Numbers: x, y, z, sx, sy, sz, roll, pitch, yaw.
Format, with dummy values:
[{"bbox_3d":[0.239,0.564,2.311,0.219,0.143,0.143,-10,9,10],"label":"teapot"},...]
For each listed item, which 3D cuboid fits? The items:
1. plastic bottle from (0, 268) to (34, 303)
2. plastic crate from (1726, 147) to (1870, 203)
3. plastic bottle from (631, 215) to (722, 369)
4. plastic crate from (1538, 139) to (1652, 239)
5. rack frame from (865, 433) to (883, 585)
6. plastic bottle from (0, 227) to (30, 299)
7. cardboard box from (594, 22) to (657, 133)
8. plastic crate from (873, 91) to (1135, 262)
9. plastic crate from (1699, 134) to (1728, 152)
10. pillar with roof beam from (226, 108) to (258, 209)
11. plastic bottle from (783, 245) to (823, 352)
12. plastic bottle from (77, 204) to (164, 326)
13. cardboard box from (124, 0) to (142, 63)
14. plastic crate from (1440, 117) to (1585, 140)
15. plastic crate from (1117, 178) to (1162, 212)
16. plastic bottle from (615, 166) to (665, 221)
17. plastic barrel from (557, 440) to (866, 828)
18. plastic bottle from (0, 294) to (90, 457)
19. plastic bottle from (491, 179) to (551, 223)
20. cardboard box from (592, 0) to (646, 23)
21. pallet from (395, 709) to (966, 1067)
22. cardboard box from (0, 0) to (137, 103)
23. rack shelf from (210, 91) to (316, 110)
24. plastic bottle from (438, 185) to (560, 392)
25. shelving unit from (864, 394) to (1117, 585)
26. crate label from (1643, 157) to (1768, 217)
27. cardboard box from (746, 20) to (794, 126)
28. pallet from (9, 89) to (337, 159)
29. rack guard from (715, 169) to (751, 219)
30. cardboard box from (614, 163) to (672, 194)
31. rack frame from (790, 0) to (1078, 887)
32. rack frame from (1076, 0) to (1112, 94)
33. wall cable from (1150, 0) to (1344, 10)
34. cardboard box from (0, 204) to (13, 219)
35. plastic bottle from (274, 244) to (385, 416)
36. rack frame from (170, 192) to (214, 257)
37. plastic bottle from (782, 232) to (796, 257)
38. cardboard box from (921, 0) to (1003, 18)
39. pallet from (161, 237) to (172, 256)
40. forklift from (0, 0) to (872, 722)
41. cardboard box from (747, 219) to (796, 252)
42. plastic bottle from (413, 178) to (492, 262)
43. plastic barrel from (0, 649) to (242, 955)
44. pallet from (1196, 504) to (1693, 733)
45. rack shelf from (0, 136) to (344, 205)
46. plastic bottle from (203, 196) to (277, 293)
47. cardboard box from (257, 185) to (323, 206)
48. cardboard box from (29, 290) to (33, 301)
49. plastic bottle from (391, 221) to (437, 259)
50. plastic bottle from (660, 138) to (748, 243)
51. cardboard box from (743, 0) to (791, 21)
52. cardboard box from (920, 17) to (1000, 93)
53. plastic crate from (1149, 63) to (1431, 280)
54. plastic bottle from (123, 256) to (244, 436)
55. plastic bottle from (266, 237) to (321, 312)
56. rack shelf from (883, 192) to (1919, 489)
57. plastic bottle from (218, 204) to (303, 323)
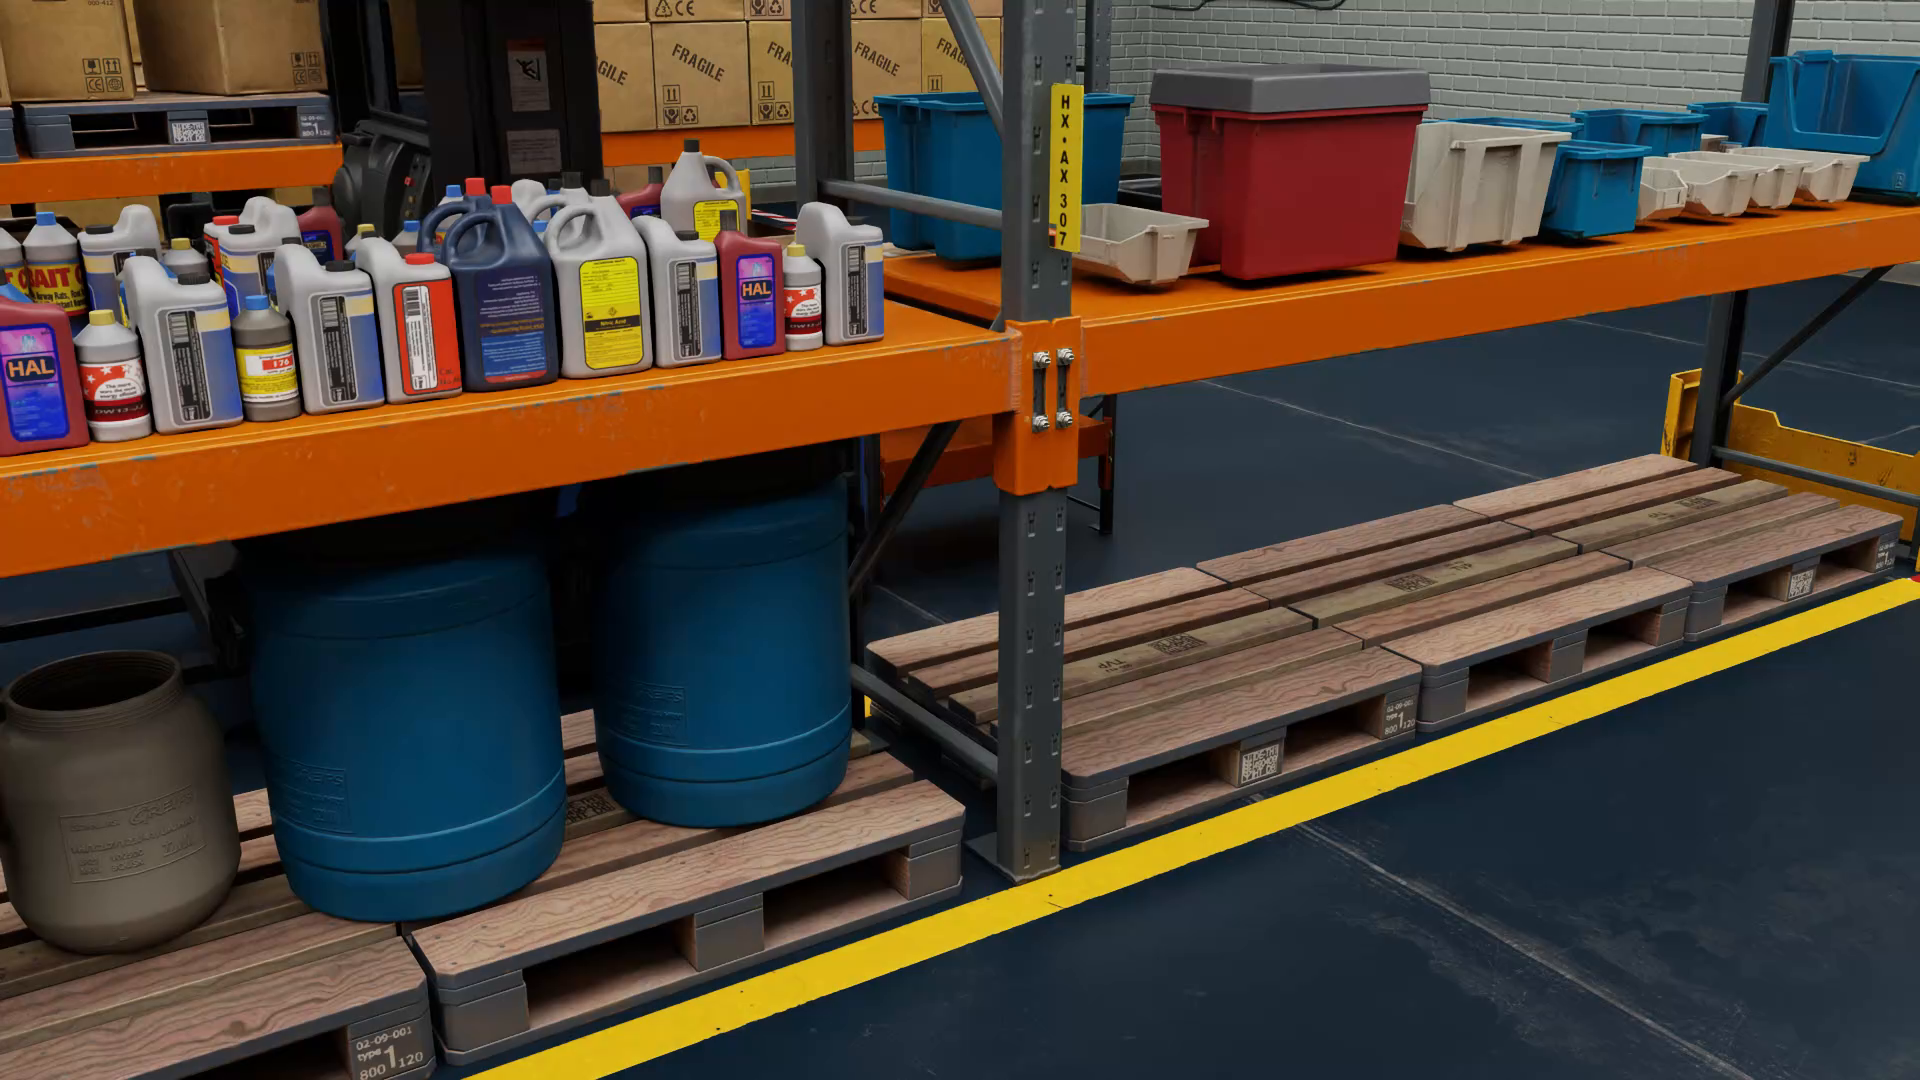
[{"bbox_3d":[-1.500,-0.291,2.622,0.097,0.271,0.097,0,19,0],"label":"plastic bottle"},{"bbox_3d":[2.670,-1.176,5.358,0.243,0.136,0.396,-12,22,-31],"label":"plastic crate"},{"bbox_3d":[-0.546,-0.481,3.178,0.135,0.276,0.152,-12,22,-31],"label":"plastic bottle"},{"bbox_3d":[1.677,-0.984,4.638,0.300,0.233,0.416,-12,22,-31],"label":"plastic crate"},{"bbox_3d":[-0.419,-0.445,5.803,0.032,1.125,0.500,-12,22,-31],"label":"rack frame"},{"bbox_3d":[-1.845,-0.485,3.198,0.097,0.271,0.097,0,19,0],"label":"plastic bottle"},{"bbox_3d":[-1.809,-2.241,8.034,0.500,0.500,0.500,-11,22,-30],"label":"cardboard box"},{"bbox_3d":[0.113,-0.955,4.316,0.575,0.384,0.392,-12,22,-31],"label":"plastic crate"},{"bbox_3d":[2.551,-1.378,5.957,0.298,0.136,0.250,-12,22,-31],"label":"plastic crate"},{"bbox_3d":[-3.061,-5.455,8.330,0.400,9.000,9.100,-12,22,-31],"label":"pillar with roof beam"},{"bbox_3d":[-0.322,-0.482,3.298,0.097,0.201,0.097,0,19,0],"label":"plastic bottle"},{"bbox_3d":[-1.652,-0.518,3.287,0.135,0.276,0.152,-12,22,-31],"label":"plastic bottle"},{"bbox_3d":[-5.785,-3.459,11.141,0.500,0.500,0.500,-12,22,-32],"label":"cardboard box"},{"bbox_3d":[1.765,-1.227,5.357,0.300,0.233,0.416,-12,22,-31],"label":"plastic crate"},{"bbox_3d":[0.698,-0.927,4.640,0.590,0.125,0.437,-12,22,-31],"label":"plastic crate"},{"bbox_3d":[-0.741,-0.731,3.906,0.133,0.283,0.061,-12,22,-31],"label":"plastic bottle"},{"bbox_3d":[-0.553,0.126,3.809,0.708,0.901,0.600,-12,22,-31],"label":"plastic barrel"},{"bbox_3d":[-1.441,-0.278,2.567,0.133,0.283,0.061,-12,22,-31],"label":"plastic bottle"},{"bbox_3d":[-0.991,-0.657,3.699,0.135,0.276,0.152,-12,22,-31],"label":"plastic bottle"},{"bbox_3d":[-1.831,-2.706,7.847,0.500,0.500,0.500,-13,22,-33],"label":"cardboard box"},{"bbox_3d":[-0.756,0.686,3.887,1.213,0.211,1.003,-12,22,-31],"label":"pallet"},{"bbox_3d":[-3.868,-2.170,7.169,0.500,0.500,0.700,-8,20,-23],"label":"cardboard box"},{"bbox_3d":[-3.867,-3.422,12.805,4.000,0.370,1.077,-12,22,-31],"label":"rack shelf"},{"bbox_3d":[-0.831,-0.455,2.984,0.185,0.351,0.144,-12,22,-31],"label":"plastic bottle"},{"bbox_3d":[0.006,-0.534,6.068,1.048,1.125,0.538,-12,22,-31],"label":"shelving unit"},{"bbox_3d":[2.201,-1.073,5.054,0.243,0.136,0.396,-12,22,-31],"label":"crate label"},{"bbox_3d":[-0.966,-2.419,8.559,0.500,0.500,0.500,-12,22,-32],"label":"cardboard box"},{"bbox_3d":[-3.538,-1.883,7.432,1.213,0.211,1.003,-12,22,-31],"label":"pallet"},{"bbox_3d":[-2.177,-2.935,14.145,0.348,0.500,1.175,-12,22,-31],"label":"rack guard"},{"bbox_3d":[-2.727,-2.979,13.621,0.500,0.500,0.700,-12,22,-31],"label":"cardboard box"},{"bbox_3d":[-0.089,-0.760,3.810,0.127,3.000,1.000,-12,22,-31],"label":"rack frame"},{"bbox_3d":[0.530,-2.790,9.815,0.127,3.000,1.000,-12,22,-31],"label":"rack frame"},{"bbox_3d":[2.723,-6.386,15.933,0.112,2.526,3.097,-12,22,-31],"label":"wall cable"},{"bbox_3d":[-6.750,-2.284,11.018,0.750,0.750,0.750,-11,22,-30],"label":"cardboard box"},{"bbox_3d":[-1.079,-0.369,2.845,0.135,0.276,0.152,-12,22,-31],"label":"plastic bottle"},{"bbox_3d":[-5.538,-3.410,11.648,0.127,3.000,1.000,-12,22,-31],"label":"rack frame"},{"bbox_3d":[-0.325,-0.540,3.470,0.097,0.201,0.097,0,19,0],"label":"plastic bottle"},{"bbox_3d":[-0.111,-3.070,8.925,0.500,0.500,0.500,-11,22,-30],"label":"cardboard box"},{"bbox_3d":[-6.141,-1.933,11.633,1.213,0.211,1.003,-12,22,-31],"label":"pallet"},{"bbox_3d":[-1.815,-1.011,4.659,3.031,2.935,1.130,-11,22,-30],"label":"forklift"},{"bbox_3d":[-1.244,-1.444,9.043,0.637,0.503,0.797,-12,22,-31],"label":"cardboard box"},{"bbox_3d":[-0.910,-0.493,3.098,0.185,0.351,0.144,-12,22,-31],"label":"plastic bottle"},{"bbox_3d":[-1.665,0.511,3.279,0.421,0.512,0.421,0,19,0],"label":"plastic barrel"},{"bbox_3d":[1.524,0.205,5.310,1.213,0.211,1.003,-12,22,-31],"label":"pallet"},{"bbox_3d":[-4.481,-1.393,6.804,4.000,0.370,1.077,-12,22,-31],"label":"rack shelf"},{"bbox_3d":[-1.459,-0.559,3.408,0.135,0.276,0.152,-12,22,-31],"label":"plastic bottle"},{"bbox_3d":[-4.857,-2.529,12.290,0.500,0.500,0.700,-12,22,-31],"label":"cardboard box"},{"bbox_3d":[-3.901,-0.773,7.065,0.500,0.500,0.500,-12,22,-31],"label":"cardboard box"},{"bbox_3d":[-1.184,-0.592,3.622,0.097,0.201,0.097,0,19,0],"label":"plastic bottle"},{"bbox_3d":[-0.595,-0.754,3.870,0.185,0.351,0.144,-12,22,-31],"label":"plastic bottle"},{"bbox_3d":[-0.971,-2.887,8.384,0.500,0.500,0.500,-11,22,-30],"label":"cardboard box"},{"bbox_3d":[-0.125,-2.594,9.077,0.500,0.500,0.500,-12,22,-31],"label":"cardboard box"},{"bbox_3d":[0.795,-0.909,4.057,0.583,0.464,0.402,-12,22,-31],"label":"plastic crate"},{"bbox_3d":[-1.273,-0.328,2.725,0.135,0.276,0.152,-12,22,-31],"label":"plastic bottle"},{"bbox_3d":[-1.163,-0.397,2.935,0.097,0.271,0.097,0,19,0],"label":"plastic bottle"},{"bbox_3d":[1.581,-0.772,4.967,4.000,0.370,1.077,-12,22,-31],"label":"rack shelf"},{"bbox_3d":[-1.375,-0.518,3.287,0.135,0.276,0.152,-12,22,-31],"label":"plastic bottle"}]
